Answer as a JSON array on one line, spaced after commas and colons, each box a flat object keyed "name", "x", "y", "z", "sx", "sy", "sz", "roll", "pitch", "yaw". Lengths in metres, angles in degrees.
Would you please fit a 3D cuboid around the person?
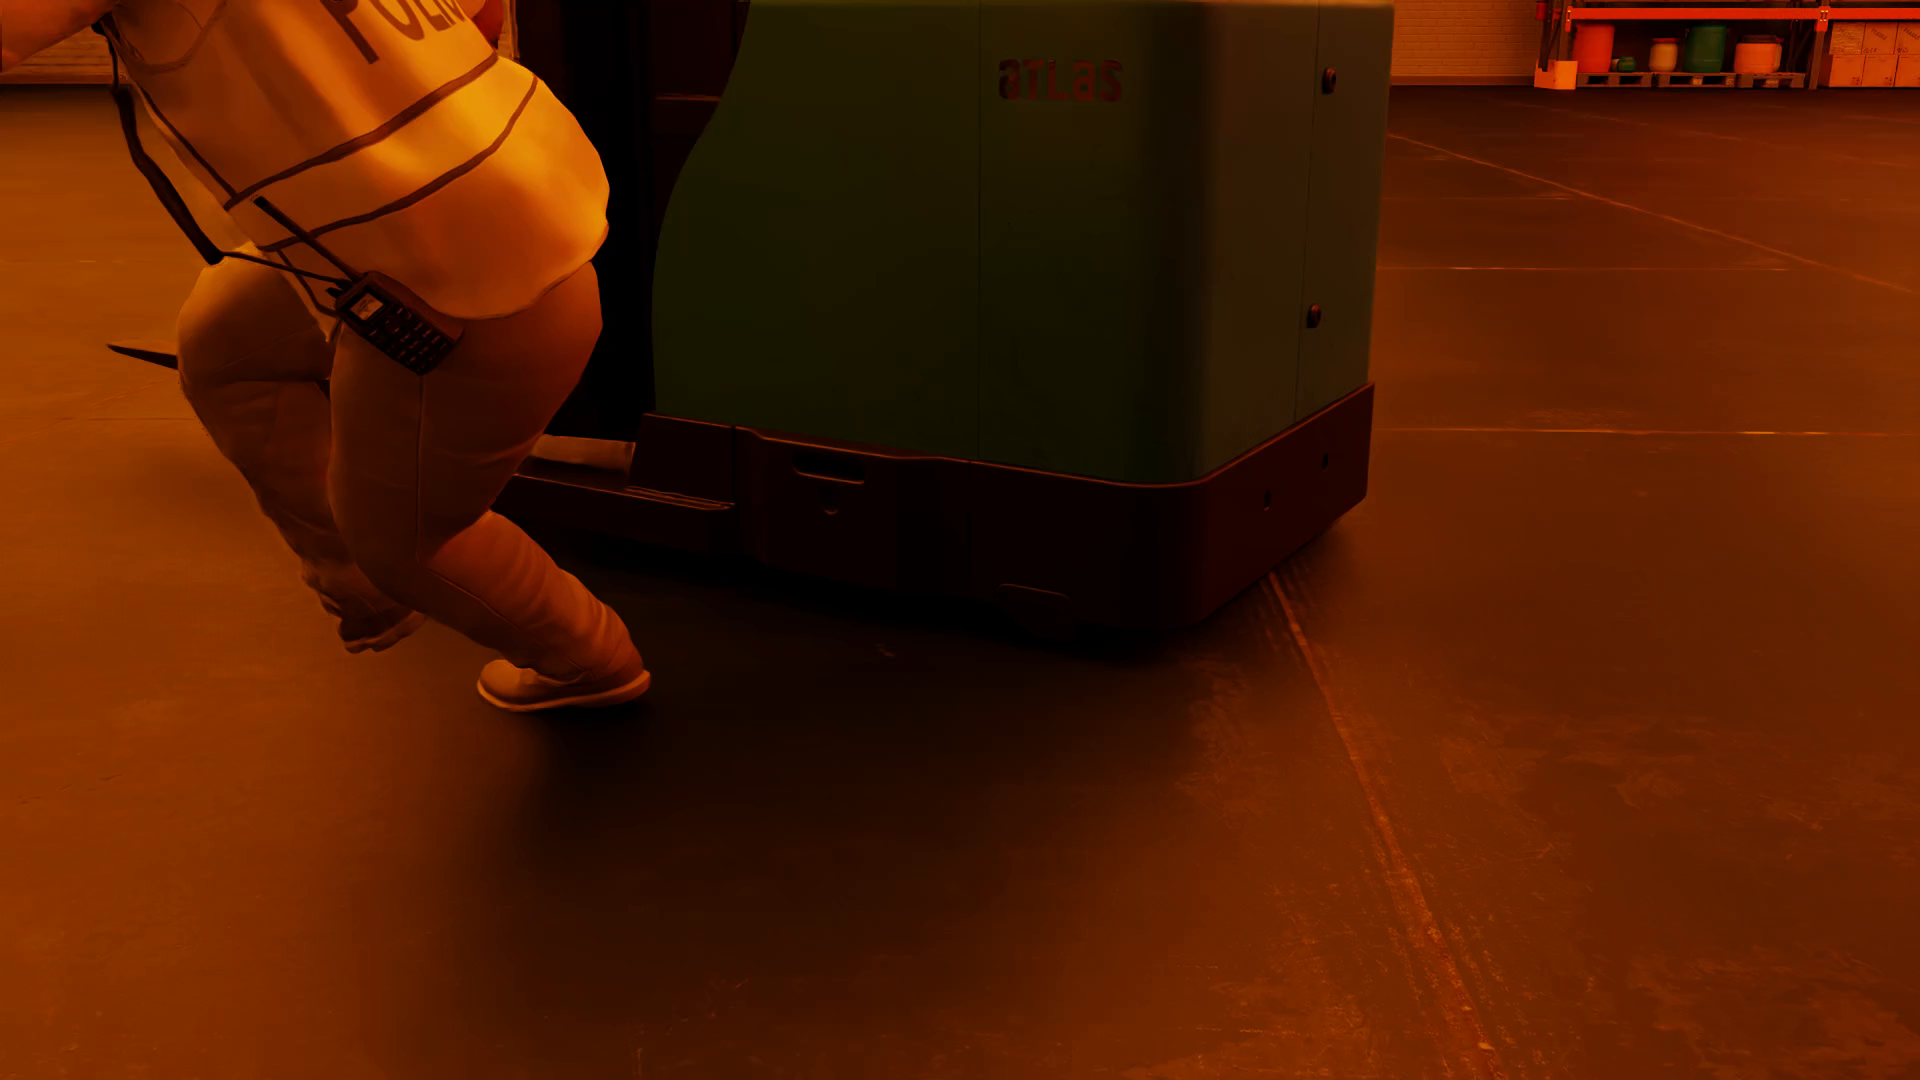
[{"name": "person", "x": -0.840, "y": -0.347, "z": 2.104, "sx": 0.869, "sy": 1.437, "sz": 0.913, "roll": 1, "pitch": 17, "yaw": 2}]

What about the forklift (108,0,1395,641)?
[{"name": "forklift", "x": -0.691, "y": -1.537, "z": 3.379, "sx": 3.031, "sy": 2.935, "sz": 1.130, "roll": 10, "pitch": 20, "yaw": 29}]
